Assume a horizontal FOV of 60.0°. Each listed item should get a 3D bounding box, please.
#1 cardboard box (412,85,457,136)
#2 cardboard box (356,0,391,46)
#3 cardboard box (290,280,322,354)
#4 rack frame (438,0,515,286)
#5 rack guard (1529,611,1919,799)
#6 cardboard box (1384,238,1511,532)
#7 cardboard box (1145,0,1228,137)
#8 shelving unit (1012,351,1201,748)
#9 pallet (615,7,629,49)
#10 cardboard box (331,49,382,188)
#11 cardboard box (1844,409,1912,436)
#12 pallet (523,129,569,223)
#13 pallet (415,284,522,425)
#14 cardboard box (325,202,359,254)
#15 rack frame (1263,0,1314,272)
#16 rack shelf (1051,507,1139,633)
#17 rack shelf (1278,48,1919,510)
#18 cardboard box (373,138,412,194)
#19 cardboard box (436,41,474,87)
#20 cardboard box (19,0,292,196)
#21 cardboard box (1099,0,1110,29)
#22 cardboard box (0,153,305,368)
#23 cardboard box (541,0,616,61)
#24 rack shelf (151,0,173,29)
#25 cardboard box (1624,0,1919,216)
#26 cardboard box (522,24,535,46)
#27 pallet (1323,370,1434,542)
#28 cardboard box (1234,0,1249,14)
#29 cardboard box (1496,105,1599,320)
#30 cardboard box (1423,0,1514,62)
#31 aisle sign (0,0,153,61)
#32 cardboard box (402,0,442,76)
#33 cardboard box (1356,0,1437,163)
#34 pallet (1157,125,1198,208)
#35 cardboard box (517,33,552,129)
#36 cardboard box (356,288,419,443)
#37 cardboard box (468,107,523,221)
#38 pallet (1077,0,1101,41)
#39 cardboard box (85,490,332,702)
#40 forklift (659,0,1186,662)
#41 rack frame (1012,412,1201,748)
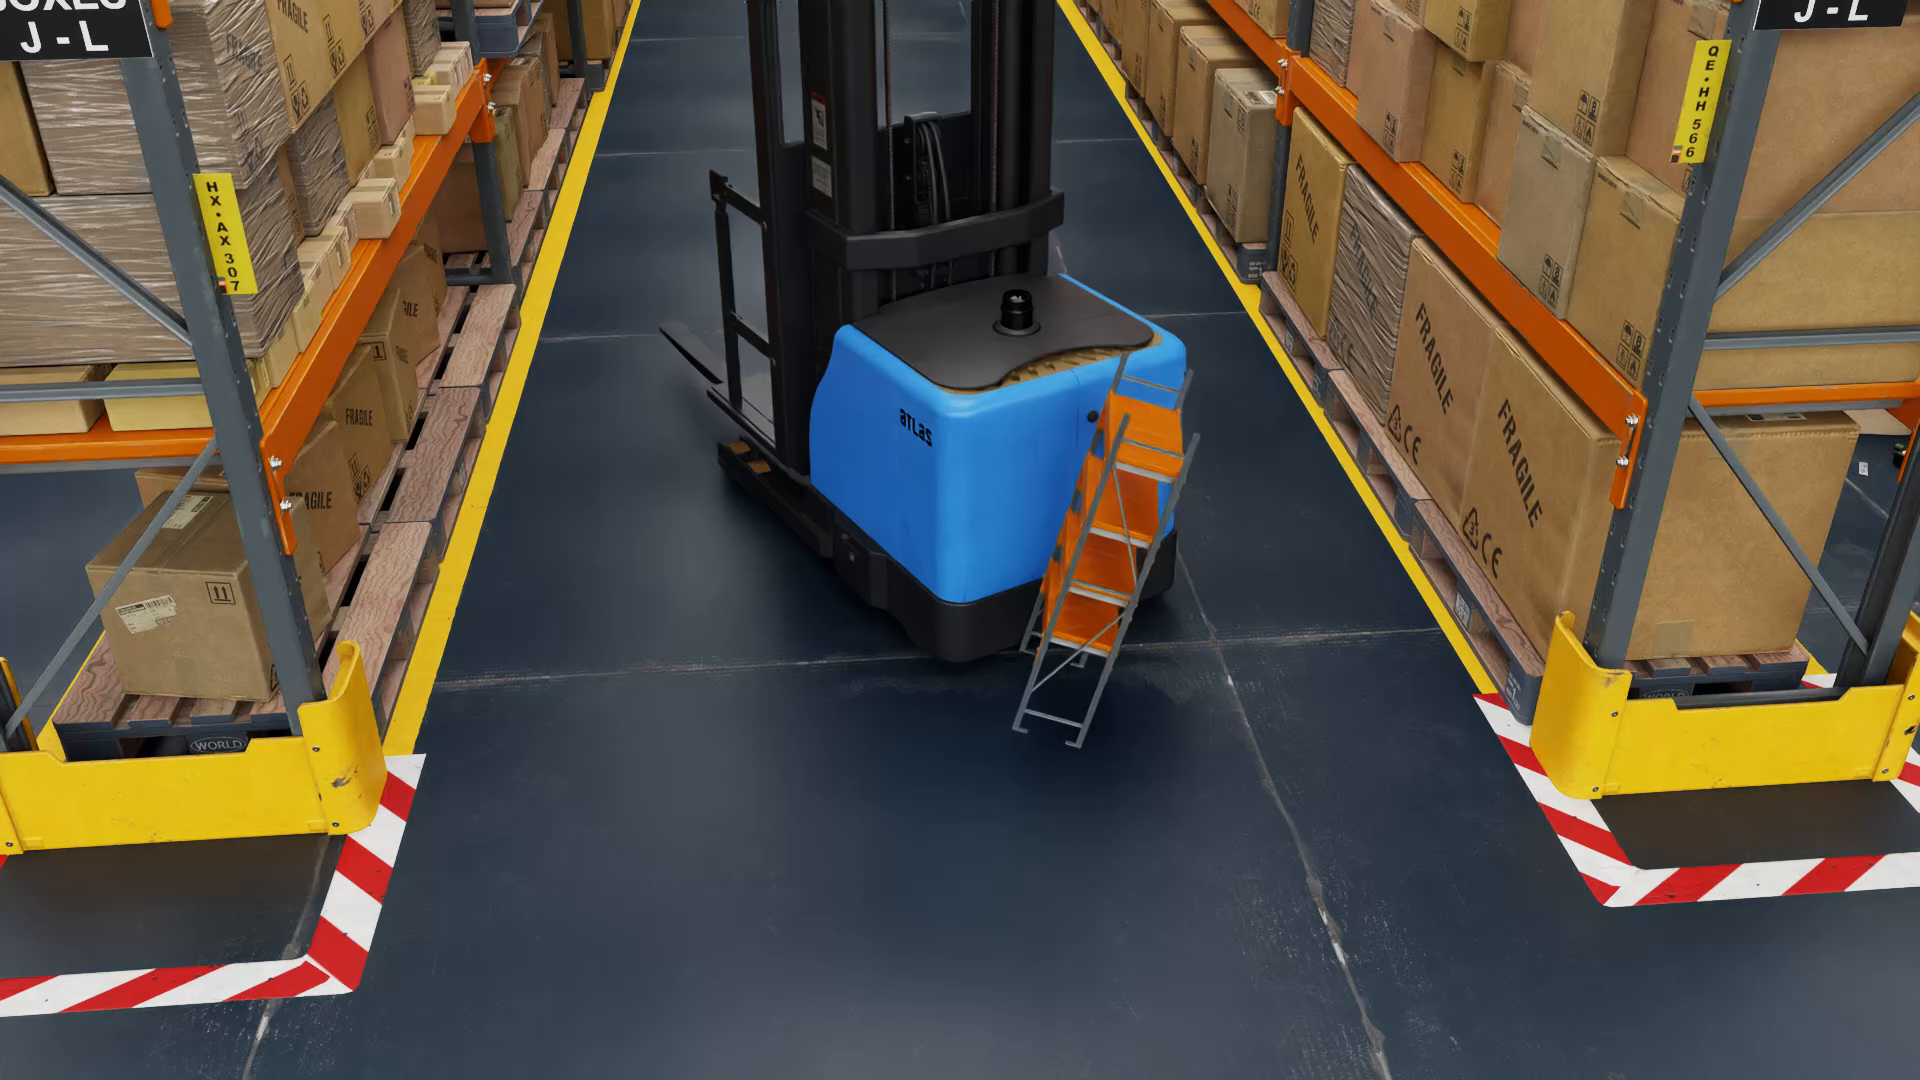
[{"bbox_3d":[-2.392,-1.850,7.167,0.380,0.149,0.250,-3,31,-5],"label":"cardboard box"},{"bbox_3d":[-2.364,-2.052,5.897,0.500,0.500,0.500,-3,31,-5],"label":"cardboard box"},{"bbox_3d":[-2.245,-0.698,5.238,0.380,0.149,0.250,-3,31,-5],"label":"cardboard box"},{"bbox_3d":[-2.817,-2.434,7.900,1.000,3.000,0.127,-3,31,-5],"label":"rack frame"},{"bbox_3d":[2.507,0.507,5.413,1.175,0.500,0.348,-3,31,-5],"label":"rack guard"},{"bbox_3d":[2.291,-0.638,6.556,0.875,0.875,0.875,-3,31,-5],"label":"cardboard box"},{"bbox_3d":[1.810,-3.116,10.825,1.050,0.750,0.750,-2,31,-4],"label":"cardboard box"},{"bbox_3d":[0.466,0.040,5.461,0.258,1.200,0.503,16,29,-3],"label":"shelving unit"},{"bbox_3d":[-3.300,-4.307,13.755,1.003,0.211,1.213,-3,31,-5],"label":"pallet"},{"bbox_3d":[-2.672,-1.607,6.128,0.875,0.500,0.500,-3,31,-5],"label":"cardboard box"},{"bbox_3d":[4.125,-0.657,7.591,0.396,0.266,0.258,2,31,4],"label":"cardboard box"},{"bbox_3d":[-3.008,-2.259,10.326,1.003,0.211,1.213,-3,31,-5],"label":"pallet"},{"bbox_3d":[-2.719,-0.896,8.044,1.003,0.211,1.213,-3,31,-5],"label":"pallet"},{"bbox_3d":[-2.356,-1.079,5.876,0.380,0.149,0.250,-3,31,-5],"label":"cardboard box"},{"bbox_3d":[2.131,-2.620,8.212,1.000,3.000,0.127,-3,31,-5],"label":"rack frame"},{"bbox_3d":[0.448,0.096,5.493,0.258,0.148,0.480,16,29,-3],"label":"rack shelf"},{"bbox_3d":[2.318,-1.290,6.687,1.077,0.370,4.000,-3,31,-5],"label":"rack shelf"},{"bbox_3d":[-2.378,-1.464,6.521,0.380,0.149,0.250,-3,31,-5],"label":"cardboard box"},{"bbox_3d":[-2.504,-2.231,7.804,0.380,0.149,0.250,-3,31,-5],"label":"cardboard box"},{"bbox_3d":[-2.223,-1.286,4.615,0.500,0.500,0.500,-3,31,-5],"label":"cardboard box"},{"bbox_3d":[1.391,-4.358,13.150,0.500,0.500,0.500,-2,31,-3],"label":"cardboard box"},{"bbox_3d":[-2.467,-0.845,4.852,0.875,0.500,0.500,-3,31,-5],"label":"cardboard box"},{"bbox_3d":[-3.234,-4.098,12.348,1.225,0.875,0.875,-4,31,-7],"label":"cardboard box"},{"bbox_3d":[-2.630,-2.392,5.606,1.077,0.370,4.000,-3,31,-5],"label":"rack shelf"},{"bbox_3d":[2.509,-1.297,4.797,0.875,0.550,0.550,-3,31,-5],"label":"cardboard box"},{"bbox_3d":[-3.038,-3.303,10.632,0.500,0.250,0.500,1,31,1],"label":"cardboard box"},{"bbox_3d":[2.241,-0.407,7.225,1.003,0.211,1.213,-3,31,-5],"label":"pallet"},{"bbox_3d":[1.769,-3.175,9.042,0.500,0.500,0.500,-3,31,-5],"label":"cardboard box"},{"bbox_3d":[2.352,-1.109,5.536,0.875,0.550,0.550,-3,31,-5],"label":"cardboard box"},{"bbox_3d":[2.269,-2.130,6.192,0.875,0.550,0.500,-3,31,-5],"label":"cardboard box"},{"bbox_3d":[-2.138,-1.491,3.786,0.394,0.787,0.004,-3,31,-5],"label":"aisle sign"},{"bbox_3d":[-2.836,-2.372,7.409,0.875,0.500,0.500,-3,31,-5],"label":"cardboard box"},{"bbox_3d":[2.185,-1.936,6.919,0.875,0.550,0.550,-3,31,-5],"label":"cardboard box"},{"bbox_3d":[1.867,-2.438,10.625,1.003,0.211,1.213,-3,31,-5],"label":"pallet"},{"bbox_3d":[-3.043,-2.968,10.803,0.700,0.500,0.500,-5,31,-9],"label":"cardboard box"},{"bbox_3d":[-2.622,-0.730,7.075,0.500,0.500,0.500,-5,31,-9],"label":"cardboard box"},{"bbox_3d":[-2.878,-2.109,9.364,0.700,0.500,0.500,-3,31,-5],"label":"cardboard box"},{"bbox_3d":[1.575,-4.486,14.054,1.003,0.211,1.213,-3,31,-5],"label":"pallet"},{"bbox_3d":[-2.485,0.181,5.550,0.500,0.500,0.500,3,31,5],"label":"cardboard box"},{"bbox_3d":[-0.386,-1.546,6.480,1.130,2.935,3.031,-18,35,-27],"label":"forklift"},{"bbox_3d":[0.445,0.157,5.247,0.240,1.200,0.015,16,29,-3],"label":"rack frame"}]
